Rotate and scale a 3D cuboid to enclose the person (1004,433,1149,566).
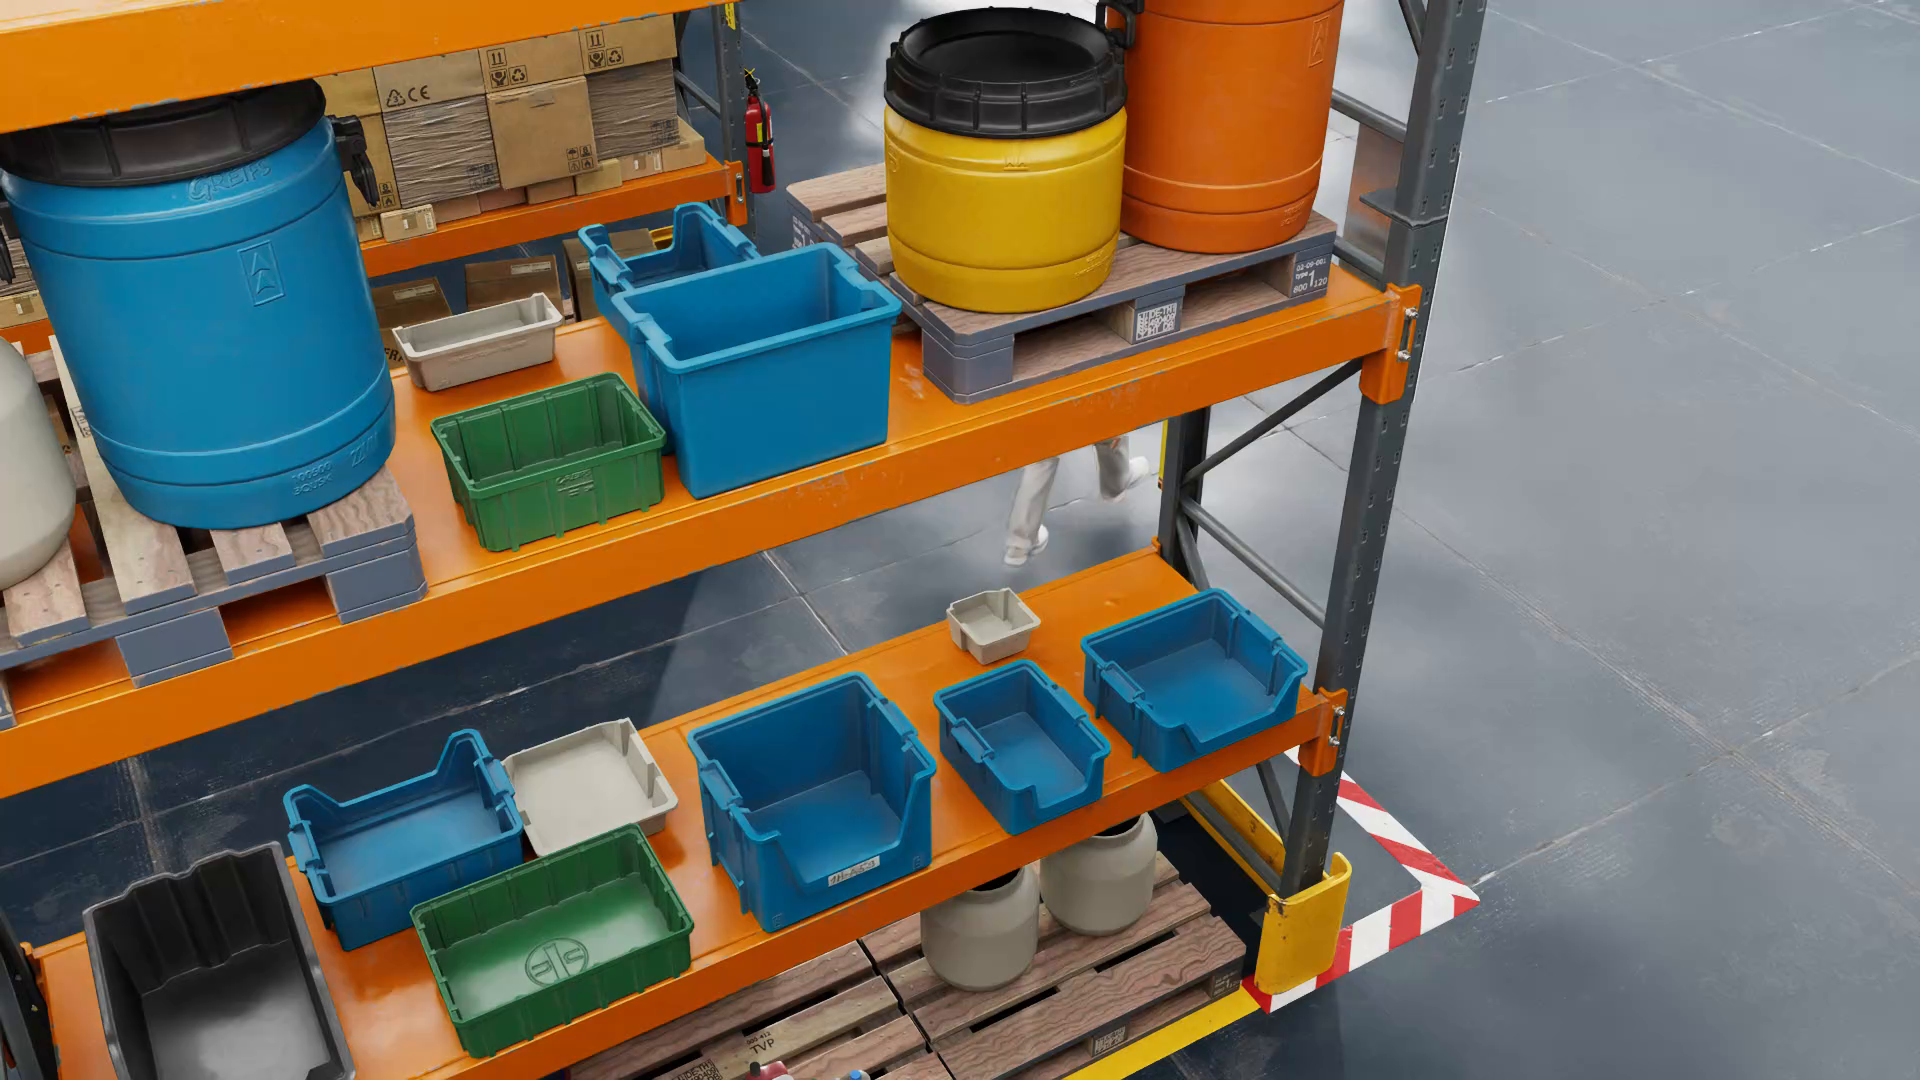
[{"bbox_3d":[0.579,-0.772,7.998,0.610,1.722,1.163,16,39,20],"label":"person"}]
